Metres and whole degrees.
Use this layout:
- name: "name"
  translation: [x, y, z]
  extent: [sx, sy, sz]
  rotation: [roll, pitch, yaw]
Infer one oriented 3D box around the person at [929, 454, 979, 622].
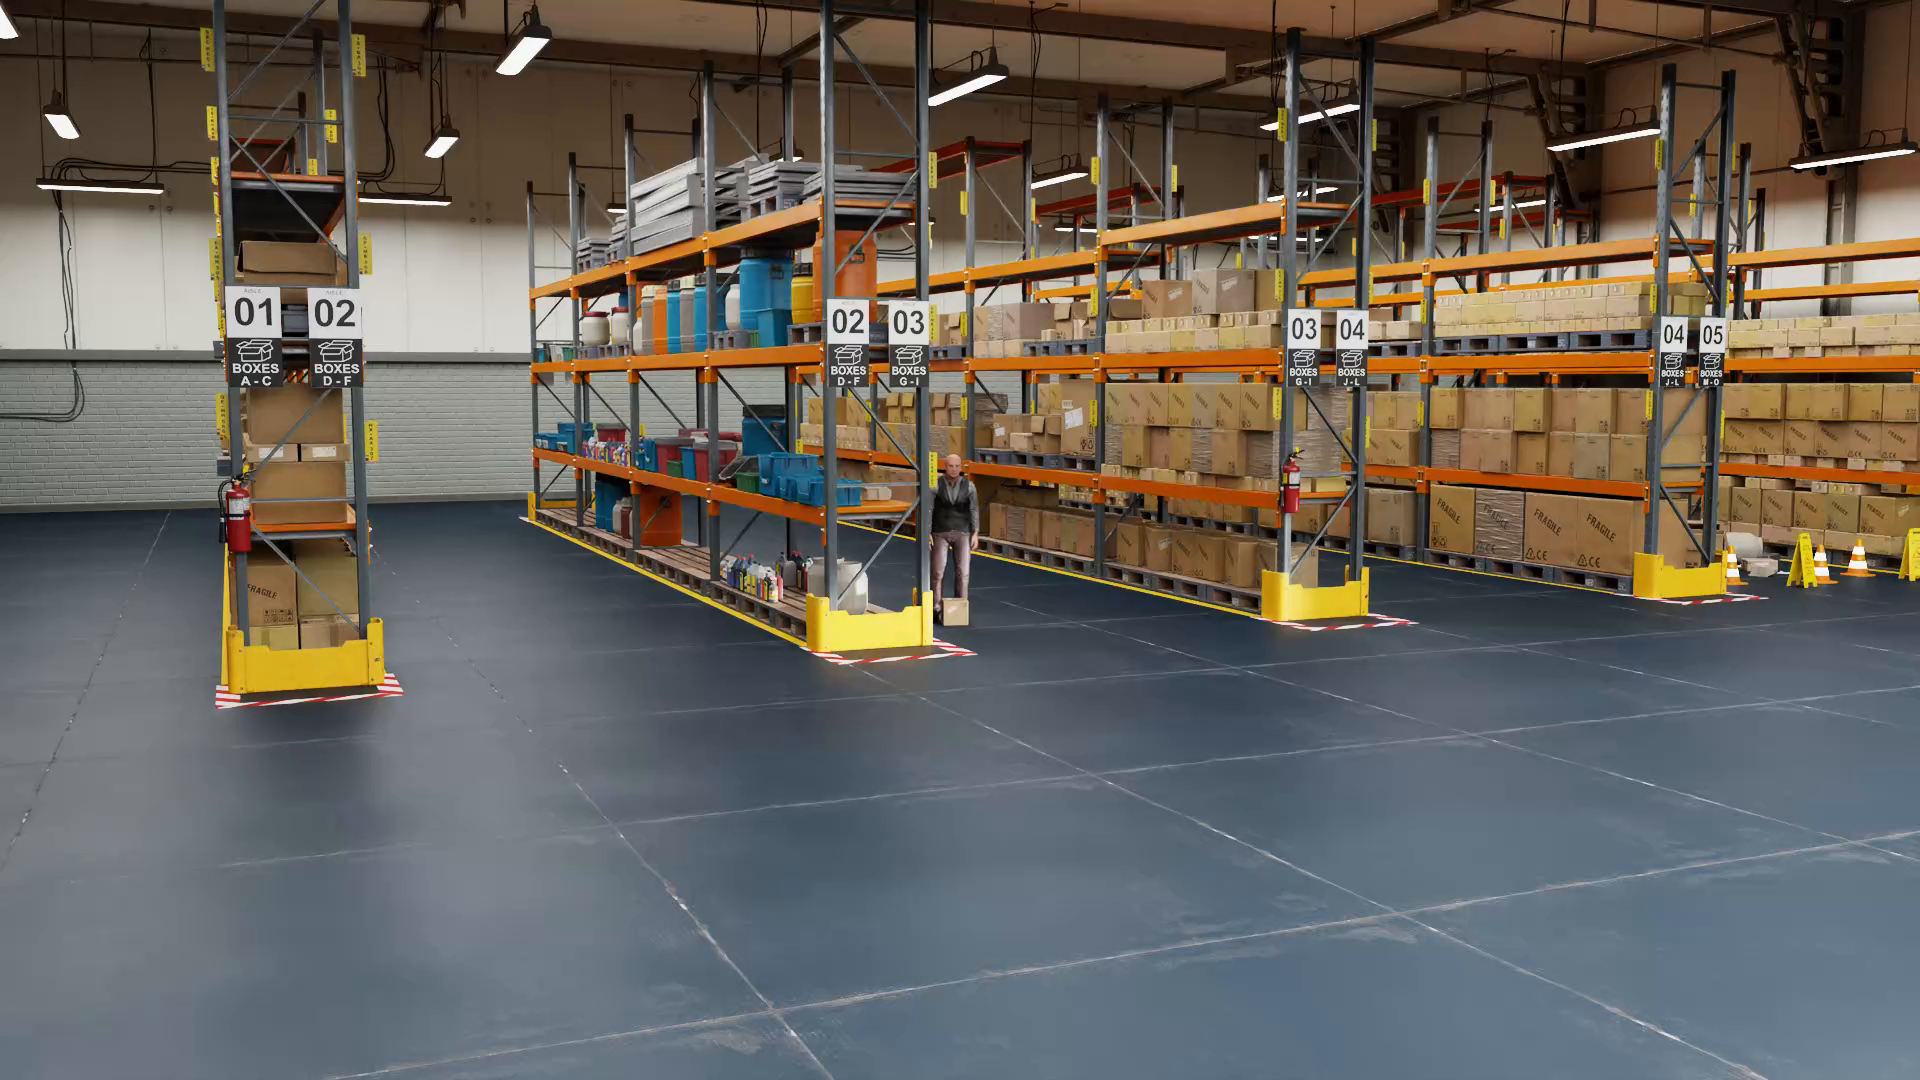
- name: "person"
  translation: [-0.089, -0.026, 17.152]
  extent: [0.580, 1.722, 0.460]
  rotation: [0, 5, -5]
